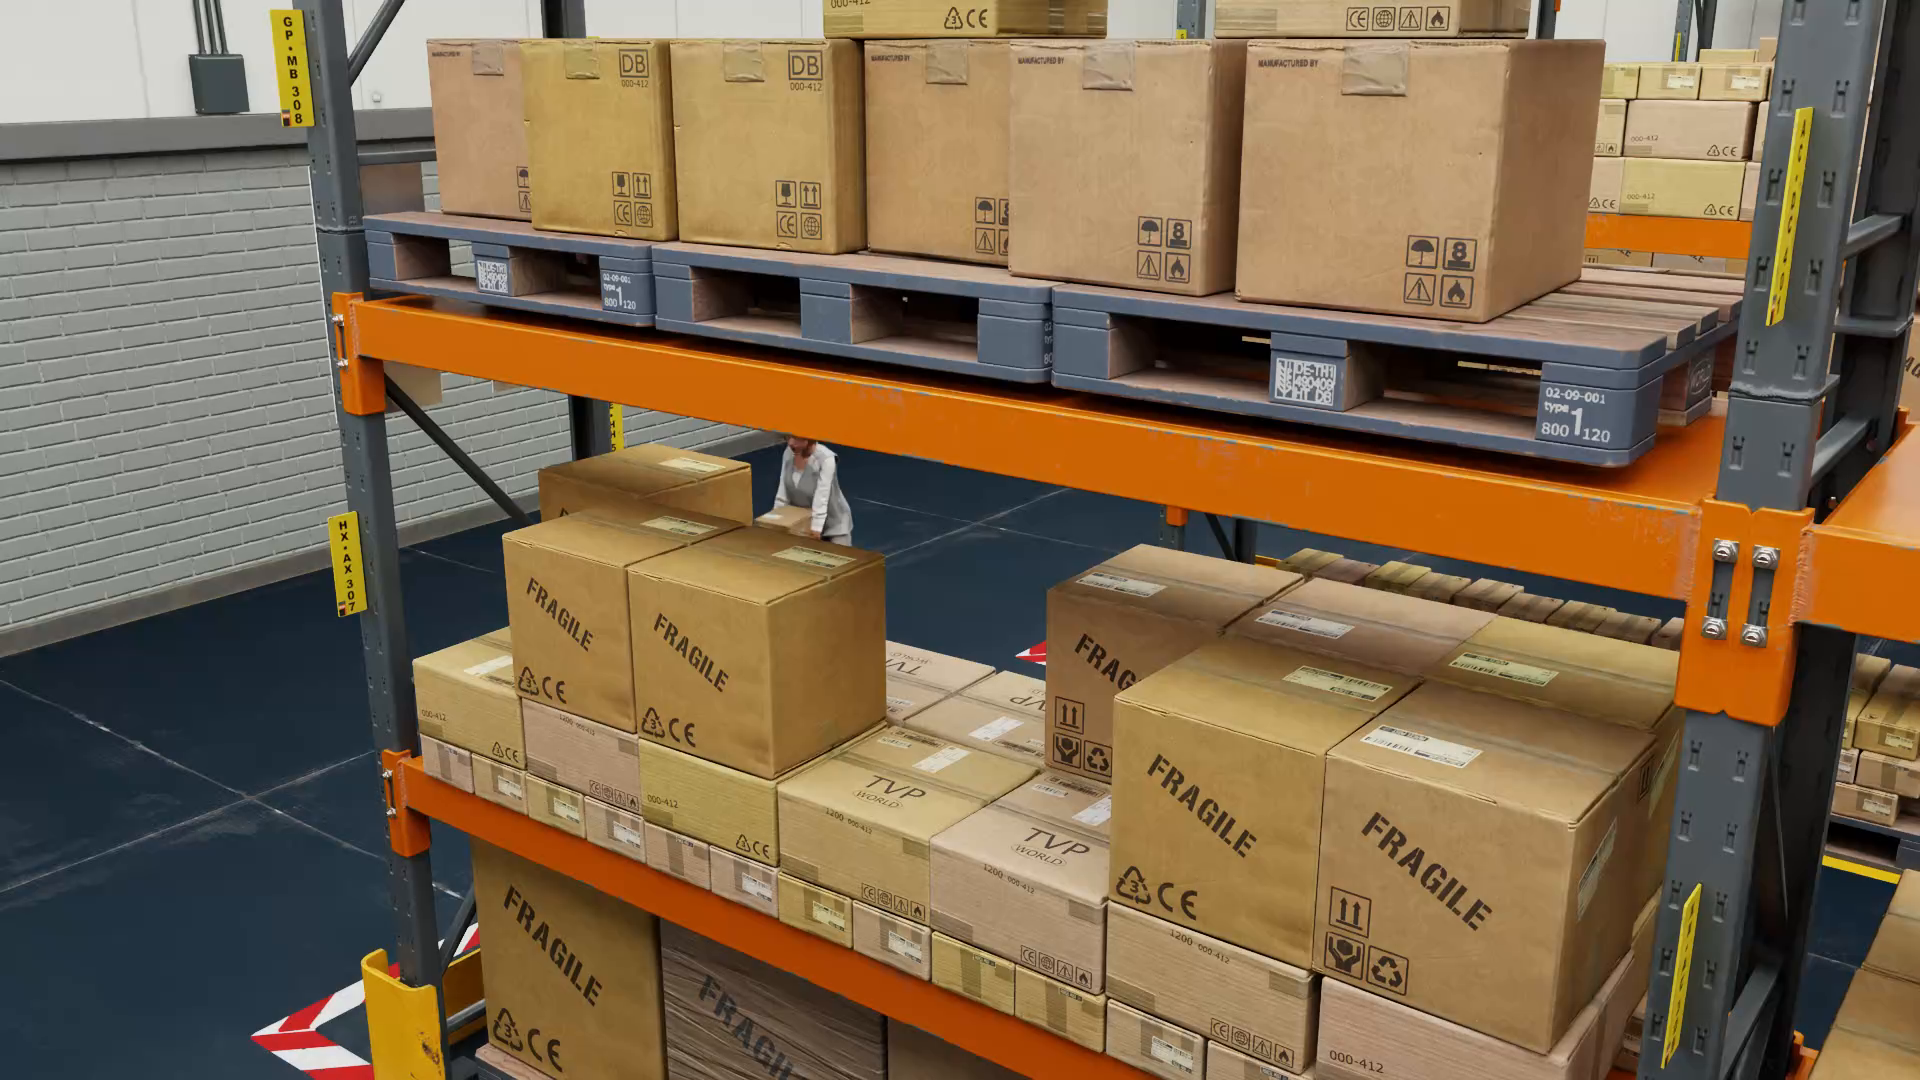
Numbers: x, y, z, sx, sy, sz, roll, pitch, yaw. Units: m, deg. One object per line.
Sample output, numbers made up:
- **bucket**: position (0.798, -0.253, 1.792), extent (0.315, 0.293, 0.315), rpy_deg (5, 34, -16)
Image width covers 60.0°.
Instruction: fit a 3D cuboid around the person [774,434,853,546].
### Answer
- **person**: position (-0.857, -0.004, 9.647), extent (0.371, 1.560, 0.533), rpy_deg (12, 20, 34)
